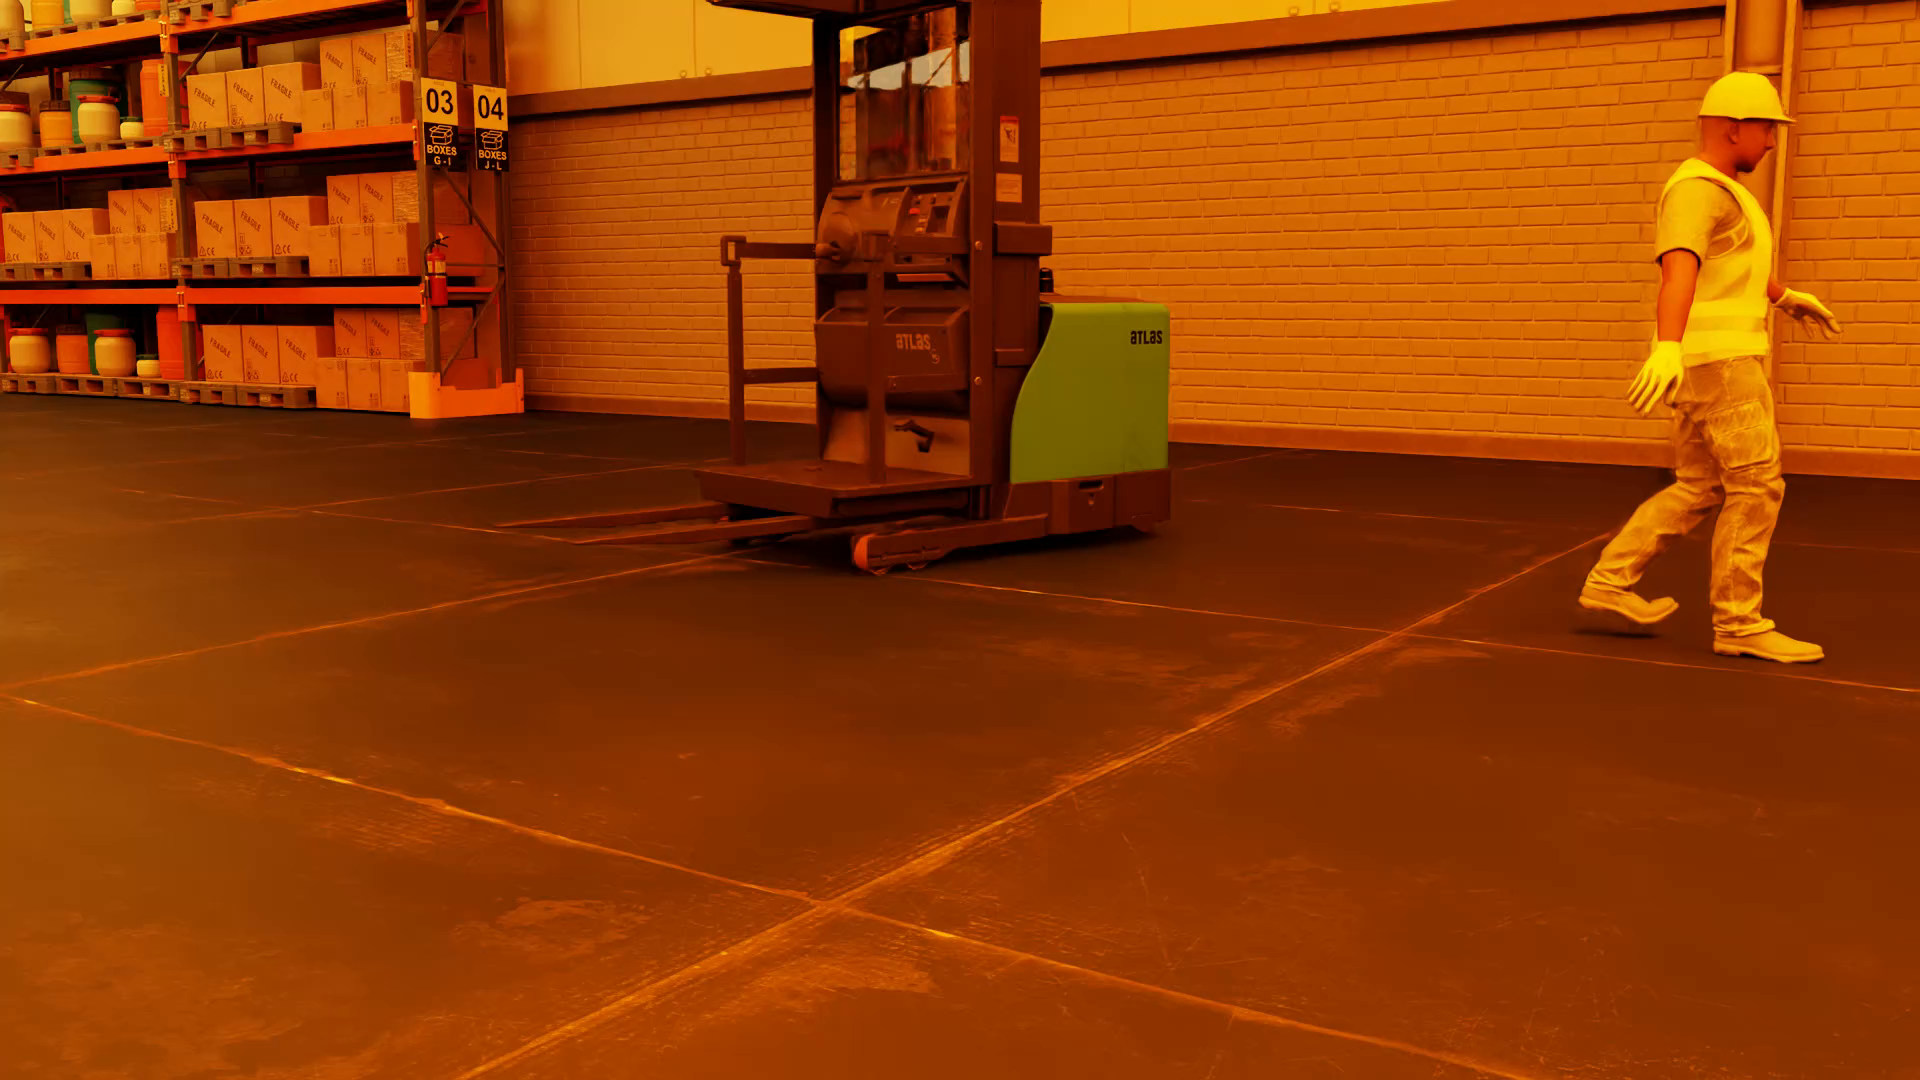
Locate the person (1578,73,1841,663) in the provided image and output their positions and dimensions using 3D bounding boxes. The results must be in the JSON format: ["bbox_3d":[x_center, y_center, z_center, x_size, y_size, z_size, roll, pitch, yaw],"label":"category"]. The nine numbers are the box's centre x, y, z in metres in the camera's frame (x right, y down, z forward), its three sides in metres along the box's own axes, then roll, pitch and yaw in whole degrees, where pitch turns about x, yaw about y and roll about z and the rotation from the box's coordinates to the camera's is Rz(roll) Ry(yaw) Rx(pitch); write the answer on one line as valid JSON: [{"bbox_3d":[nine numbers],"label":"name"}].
[{"bbox_3d":[2.339,-0.531,5.110,0.751,1.760,0.978,3,9,21],"label":"person"}]

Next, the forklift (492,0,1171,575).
[{"bbox_3d":[-0.457,-1.394,6.997,3.031,2.935,1.130,-7,11,-41],"label":"forklift"}]
